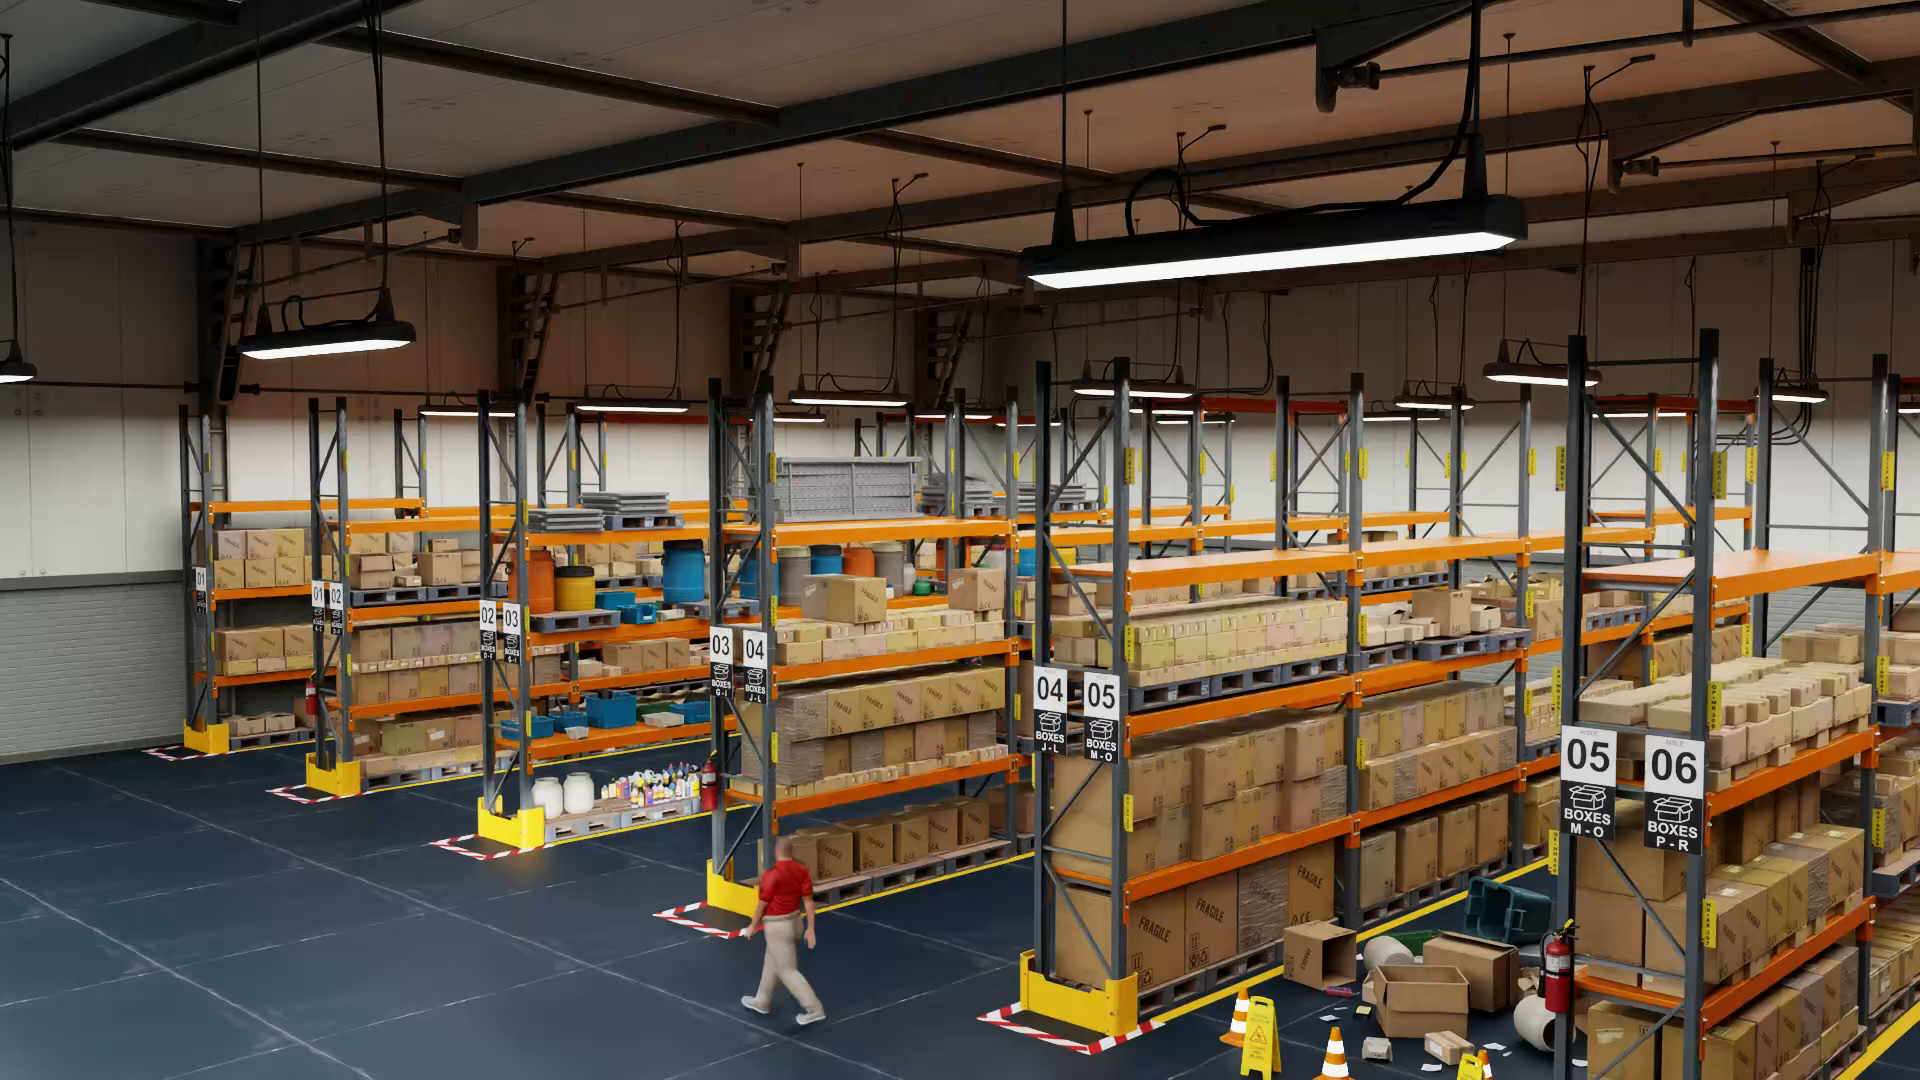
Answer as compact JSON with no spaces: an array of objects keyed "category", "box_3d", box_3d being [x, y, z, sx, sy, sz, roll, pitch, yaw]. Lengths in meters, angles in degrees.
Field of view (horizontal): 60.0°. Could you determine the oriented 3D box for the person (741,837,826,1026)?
[{"category":"person","box_3d":[-1.624,3.524,15.053,1.041,1.687,0.489,1,3,23]}]
